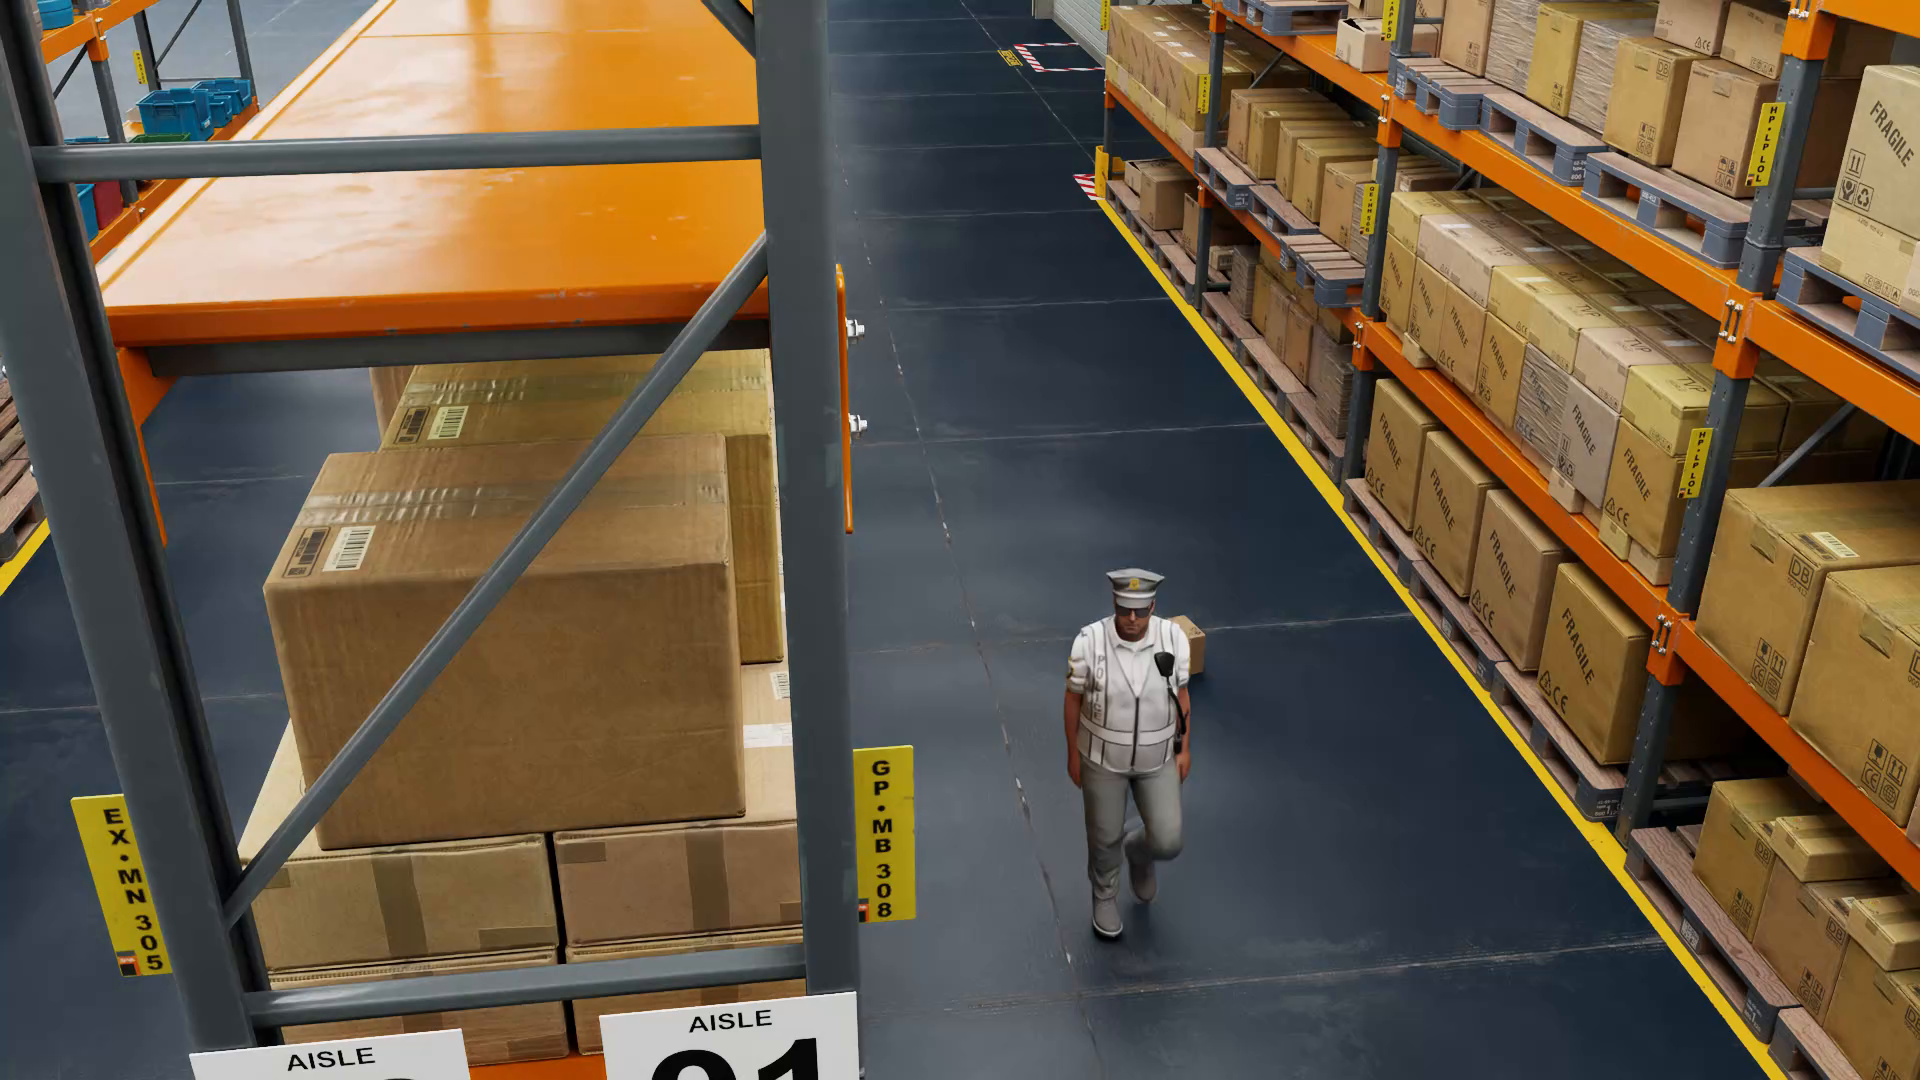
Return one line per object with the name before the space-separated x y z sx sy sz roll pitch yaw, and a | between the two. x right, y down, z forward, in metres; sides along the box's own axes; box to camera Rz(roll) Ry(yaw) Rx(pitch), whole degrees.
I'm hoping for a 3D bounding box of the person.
person | 0.734 0.918 7.218 0.567 1.775 0.491 -1 27 -2
